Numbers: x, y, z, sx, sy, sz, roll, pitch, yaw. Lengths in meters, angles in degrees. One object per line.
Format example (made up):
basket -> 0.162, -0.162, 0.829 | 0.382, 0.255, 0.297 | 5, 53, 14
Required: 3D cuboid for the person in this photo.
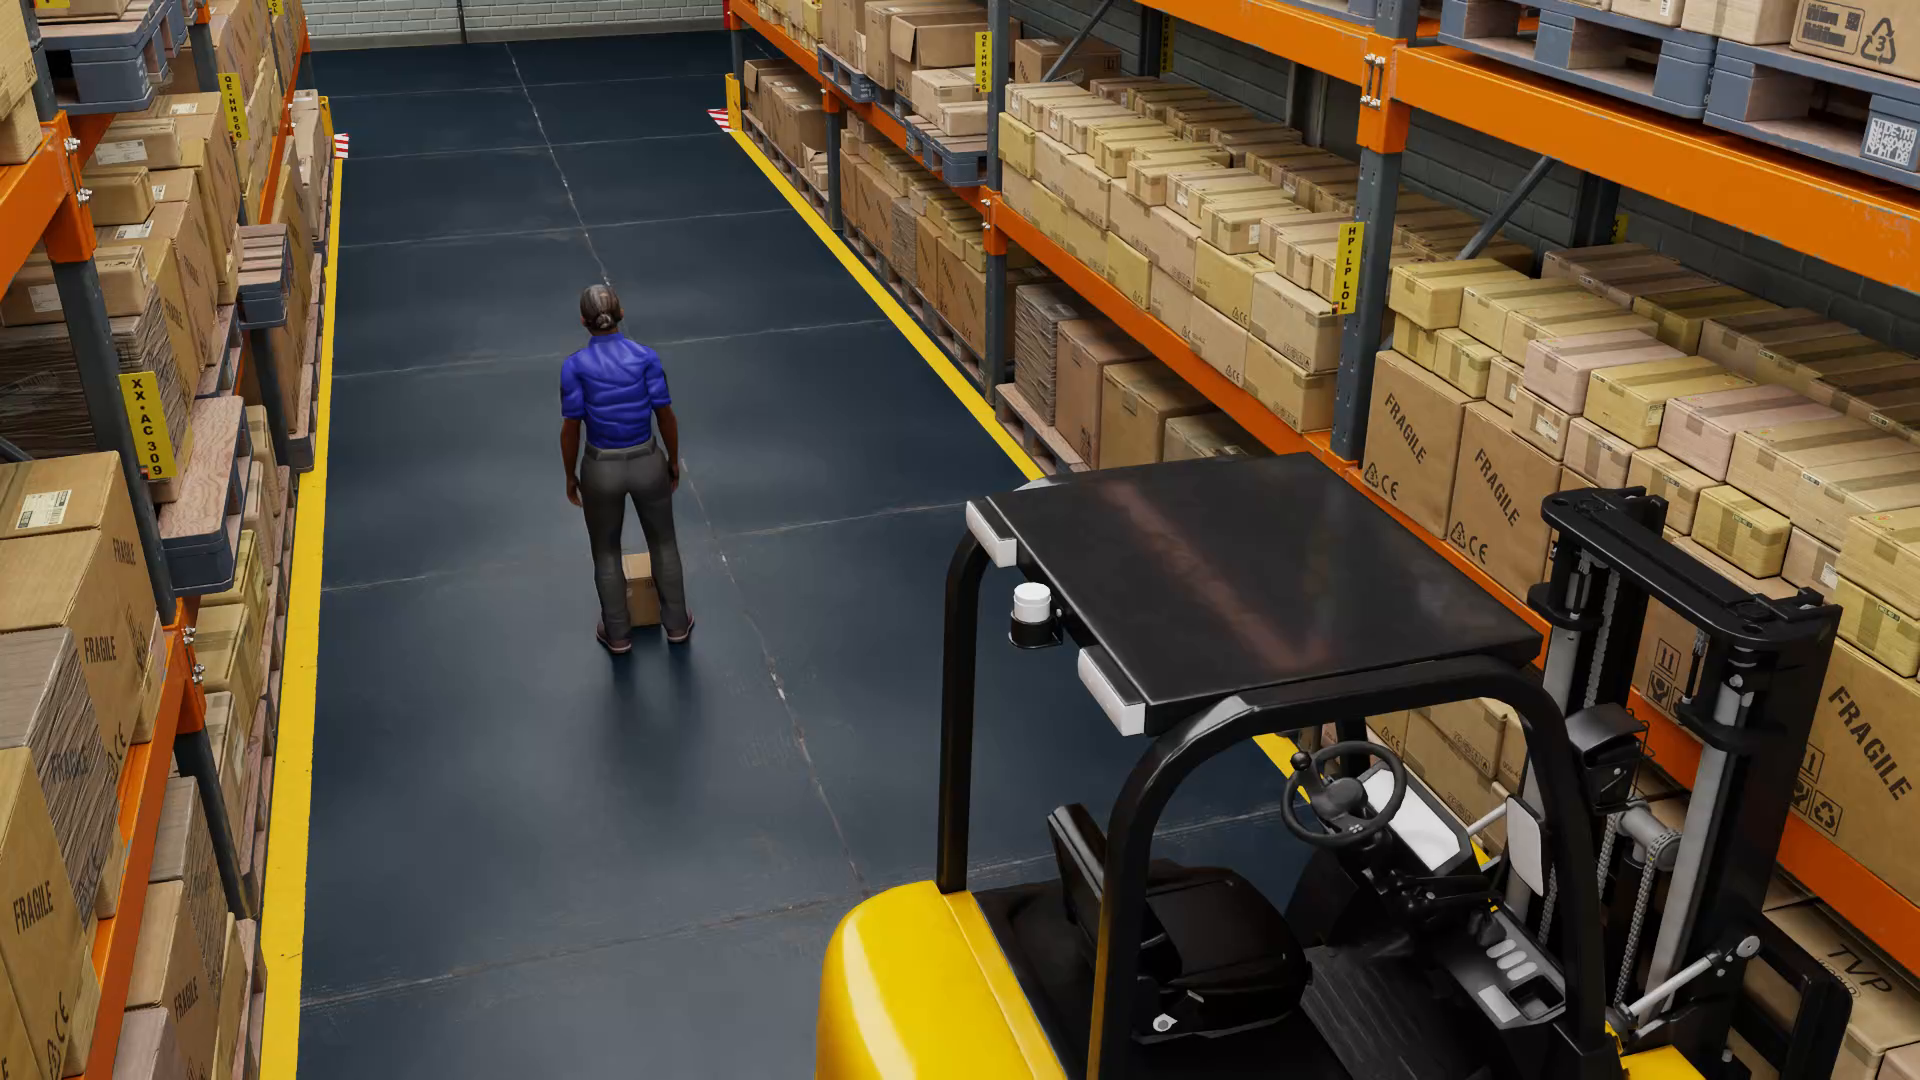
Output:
person -> -1.454, -0.296, 7.213 | 0.515, 1.654, 0.353 | -9, 28, -17
